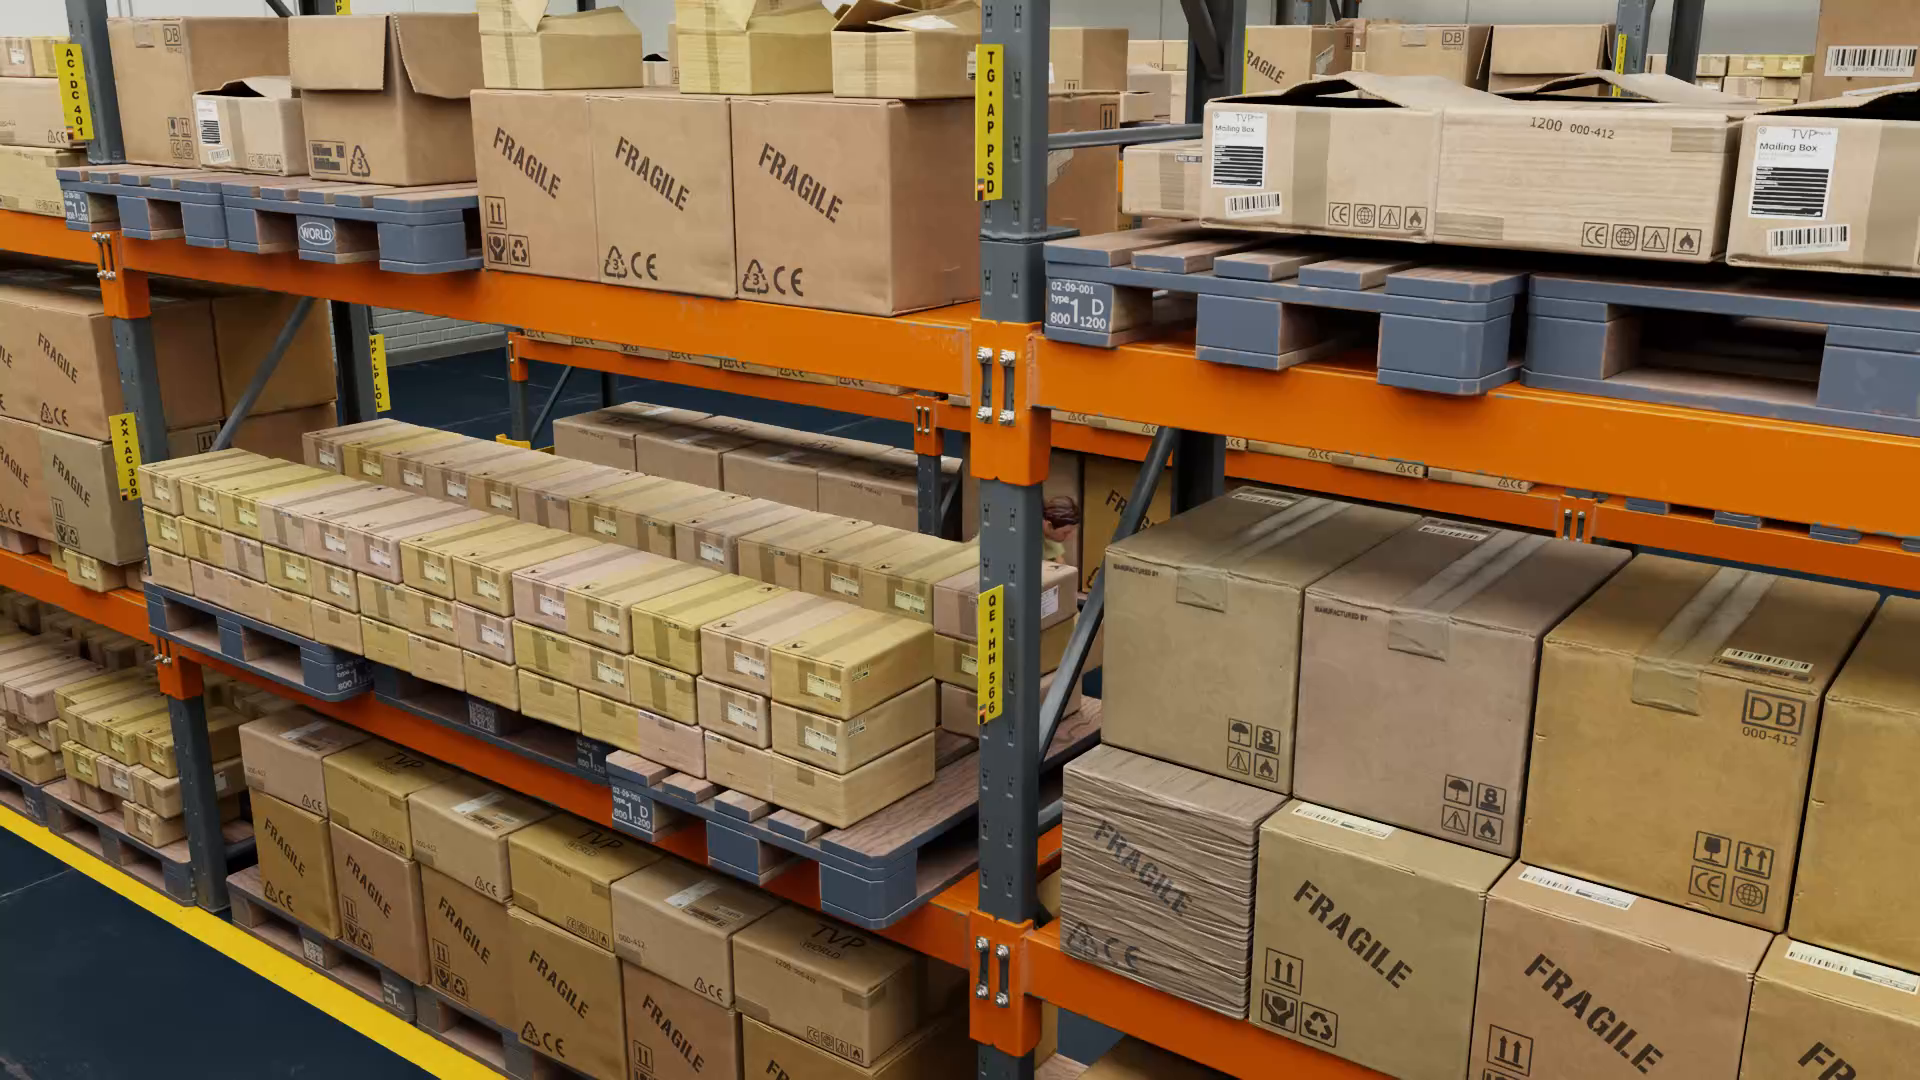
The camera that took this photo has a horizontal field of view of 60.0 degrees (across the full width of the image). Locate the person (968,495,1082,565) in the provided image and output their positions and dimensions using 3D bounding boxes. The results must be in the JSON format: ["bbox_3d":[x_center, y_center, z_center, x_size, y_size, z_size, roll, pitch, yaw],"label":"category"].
[{"bbox_3d":[0.324,0.258,9.161,0.747,1.116,0.504,12,20,35],"label":"person"}]
